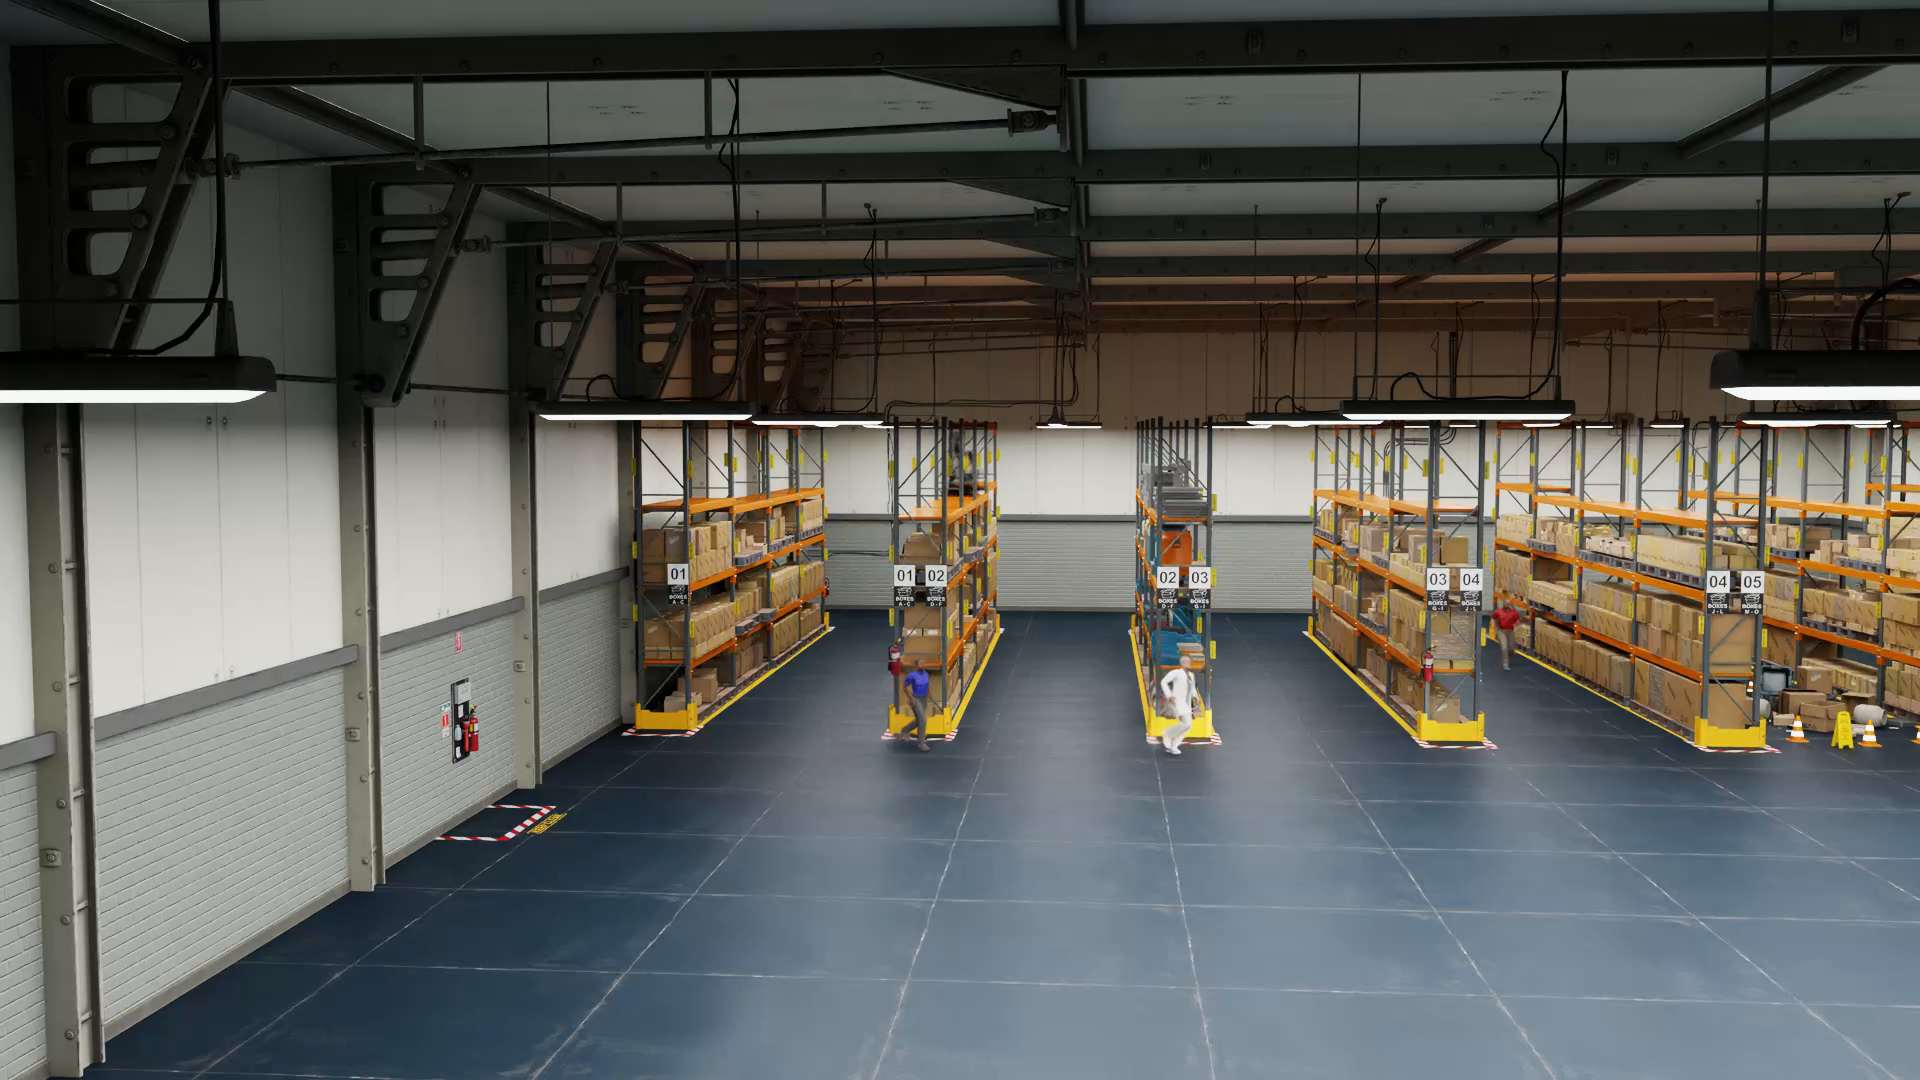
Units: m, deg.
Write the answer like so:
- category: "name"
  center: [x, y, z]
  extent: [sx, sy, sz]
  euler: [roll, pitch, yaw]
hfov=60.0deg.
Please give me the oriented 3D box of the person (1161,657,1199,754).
- category: "person"
  center: [3.978, 2.934, 29.649]
  extent: [0.562, 1.706, 0.732]
  euler: [3, 5, 43]

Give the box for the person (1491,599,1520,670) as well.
- category: "person"
  center: [13.139, 2.257, 40.013]
  extent: [0.666, 1.695, 0.743]
  euler: [1, 4, 8]

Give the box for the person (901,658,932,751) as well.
- category: "person"
  center: [-0.786, 2.937, 30.064]
  extent: [0.797, 1.653, 0.578]
  euler: [4, 5, 44]

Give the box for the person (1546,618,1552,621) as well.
- category: "person"
  center: [16.555, 1.784, 46.849]
  extent: [0.728, 1.768, 0.732]
  euler: [-2, 4, -27]
